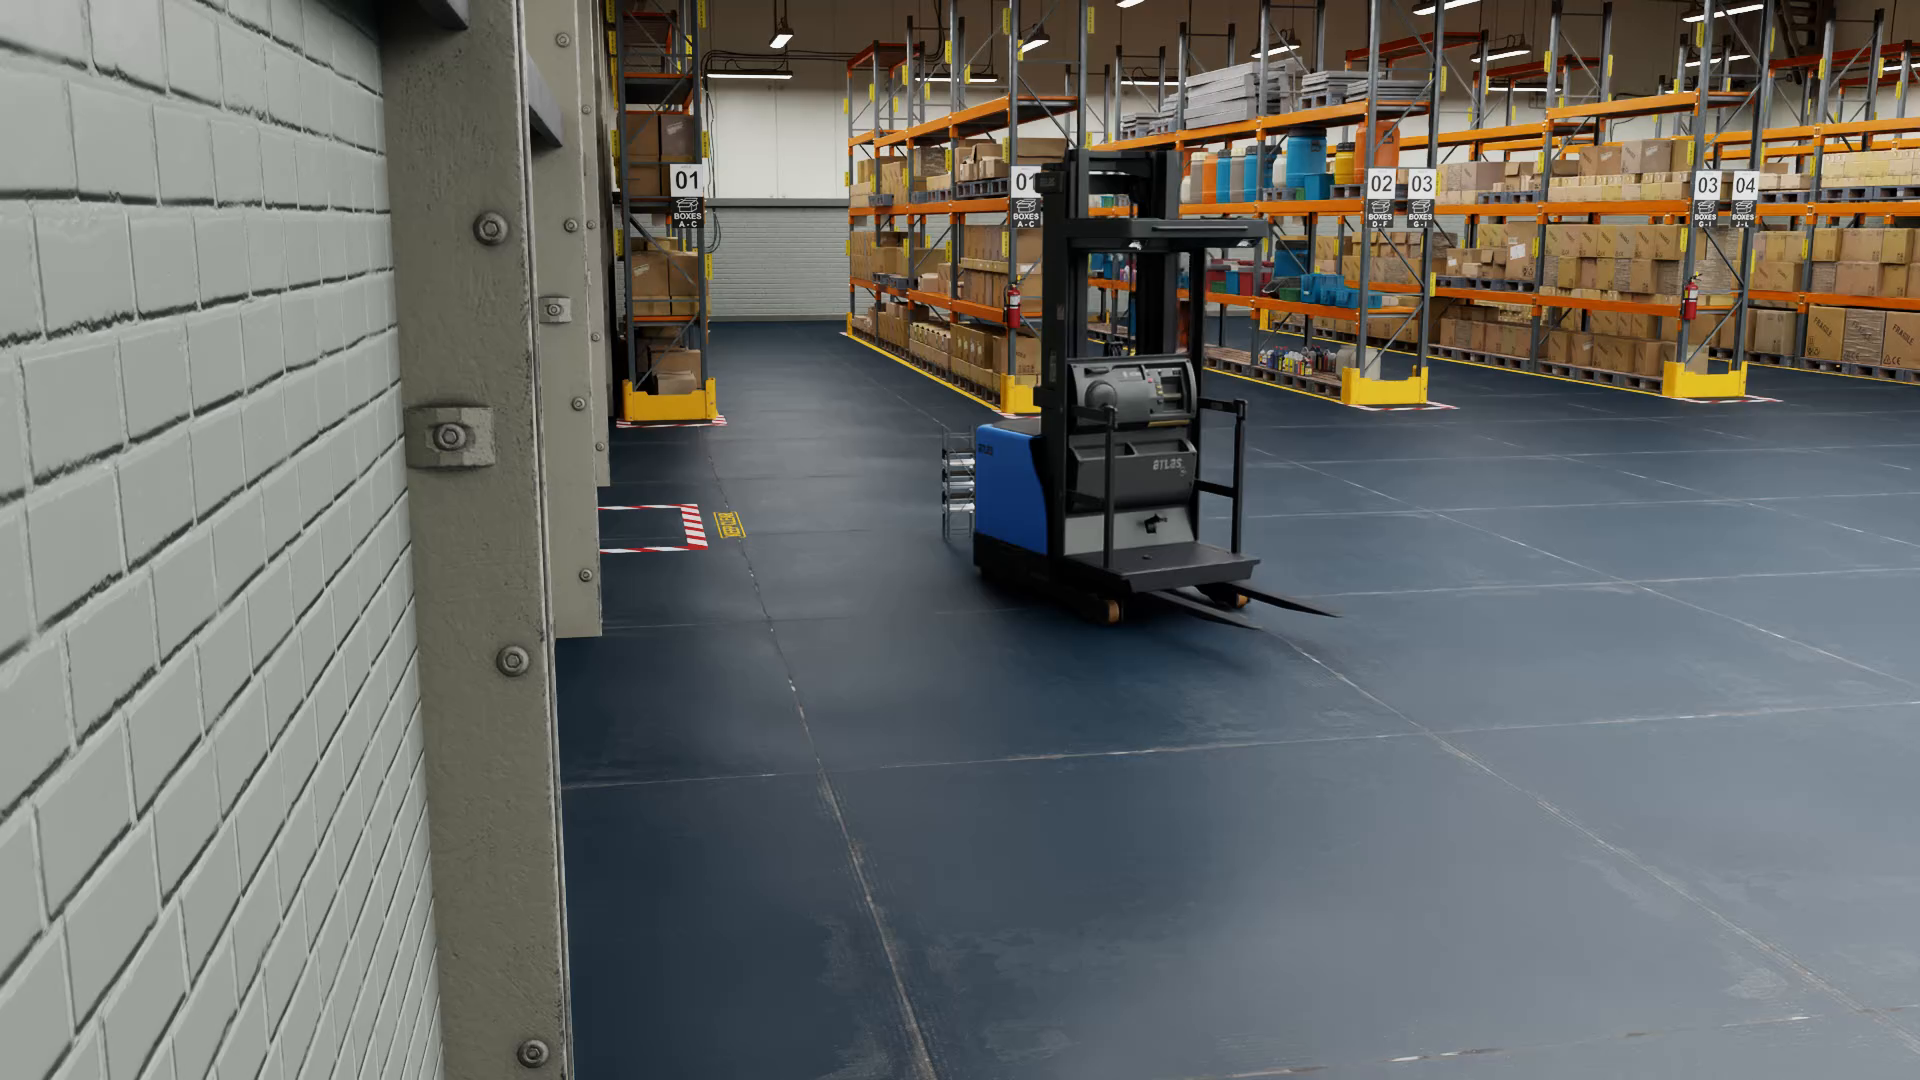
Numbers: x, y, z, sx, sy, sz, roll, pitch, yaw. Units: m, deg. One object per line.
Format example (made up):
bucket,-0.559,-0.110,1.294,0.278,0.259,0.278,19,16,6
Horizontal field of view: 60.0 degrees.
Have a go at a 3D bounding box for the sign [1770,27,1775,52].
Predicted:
sign,11.387,-7.029,23.348,0.100,0.325,0.005,-2,11,-11

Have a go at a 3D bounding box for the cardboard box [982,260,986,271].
cardboard box,0.526,-3.966,24.007,0.380,0.149,0.250,-2,11,-11

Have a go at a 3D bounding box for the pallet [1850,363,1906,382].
pallet,15.273,-2.723,26.940,1.003,0.211,1.213,-2,11,-11

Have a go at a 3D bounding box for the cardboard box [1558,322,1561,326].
cardboard box,13.598,-4.860,37.209,0.380,0.149,0.250,-2,11,-9

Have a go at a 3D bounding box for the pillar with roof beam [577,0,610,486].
pillar with roof beam,0.683,-5.124,16.050,9.100,9.000,0.400,-2,11,-11

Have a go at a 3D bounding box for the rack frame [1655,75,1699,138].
rack frame,17.463,-9.806,40.650,1.000,3.000,0.127,-2,11,-11

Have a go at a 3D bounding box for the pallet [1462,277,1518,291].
pallet,9.724,-4.576,29.727,1.003,0.211,1.213,-2,11,-11

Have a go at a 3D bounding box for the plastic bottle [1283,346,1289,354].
plastic bottle,5.109,-2.875,26.185,0.144,0.351,0.185,-2,11,-11

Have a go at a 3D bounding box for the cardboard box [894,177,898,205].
cardboard box,-0.738,-6.462,30.836,0.910,0.500,0.500,-2,11,-11

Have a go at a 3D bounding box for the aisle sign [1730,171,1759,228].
aisle sign,11.161,-4.841,23.654,0.394,0.787,0.004,-2,11,-11

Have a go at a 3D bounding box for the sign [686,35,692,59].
sign,-3.964,-7.219,24.345,0.100,0.325,0.005,-2,11,-11

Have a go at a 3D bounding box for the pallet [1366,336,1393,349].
pallet,8.985,-4.032,33.817,1.003,0.211,1.213,-2,11,-11

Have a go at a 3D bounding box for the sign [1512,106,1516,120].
sign,13.176,-10.161,39.591,0.100,0.325,0.005,-2,11,-11

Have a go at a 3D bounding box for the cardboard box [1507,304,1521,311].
cardboard box,12.755,-5.317,38.021,0.380,0.149,0.250,-3,11,-13

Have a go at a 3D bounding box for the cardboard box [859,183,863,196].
cardboard box,-1.844,-7.406,35.124,0.500,0.250,0.500,-2,11,-11

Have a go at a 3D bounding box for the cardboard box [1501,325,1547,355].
cardboard box,9.904,-3.488,29.006,0.700,0.500,0.500,-2,11,-11

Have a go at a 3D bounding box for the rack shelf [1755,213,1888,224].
rack shelf,18.630,-6.879,35.216,1.077,0.370,4.000,-2,11,-11

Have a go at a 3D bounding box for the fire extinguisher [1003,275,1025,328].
fire extinguisher,0.704,-3.128,21.815,0.296,0.674,0.183,-2,11,-11

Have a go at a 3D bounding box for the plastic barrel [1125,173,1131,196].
plastic barrel,3.519,-7.226,33.629,0.433,0.535,0.433,0,11,0

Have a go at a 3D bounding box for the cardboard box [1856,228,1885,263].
cardboard box,15.191,-4.794,27.073,0.875,0.550,0.550,-2,11,-11

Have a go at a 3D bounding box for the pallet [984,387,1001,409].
pallet,0.947,-1.974,23.000,1.003,0.211,1.213,-2,11,-11

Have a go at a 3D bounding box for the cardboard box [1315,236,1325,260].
cardboard box,8.075,-6.372,36.255,0.500,0.500,0.500,-2,11,-10

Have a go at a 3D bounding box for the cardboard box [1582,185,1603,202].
cardboard box,10.107,-5.417,26.016,0.500,0.250,0.500,-3,11,-13

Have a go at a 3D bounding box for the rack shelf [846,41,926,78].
rack shelf,-1.586,-9.999,34.697,1.077,0.370,4.000,-2,11,-11

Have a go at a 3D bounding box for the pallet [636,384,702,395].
pallet,-4.094,-2.041,23.357,1.003,0.211,1.213,-2,11,-11

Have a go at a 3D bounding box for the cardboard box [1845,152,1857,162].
cardboard box,14.799,-6.285,27.319,0.380,0.149,0.250,-2,11,-12

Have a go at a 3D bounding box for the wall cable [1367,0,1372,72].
wall cable,10.024,-12.189,44.563,2.277,5.999,0.120,-2,11,-11

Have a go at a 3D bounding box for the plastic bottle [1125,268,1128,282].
plastic bottle,3.400,-5.376,33.764,0.097,0.271,0.097,0,11,0

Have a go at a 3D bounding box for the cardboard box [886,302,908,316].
cardboard box,-1.148,-4.481,32.220,0.500,0.250,0.500,-2,11,-11

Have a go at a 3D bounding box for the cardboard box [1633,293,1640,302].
cardboard box,10.408,-3.669,25.123,0.380,0.149,0.250,-2,11,-11

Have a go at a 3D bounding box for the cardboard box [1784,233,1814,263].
cardboard box,14.859,-5.091,28.979,0.700,0.500,0.500,-2,11,-12

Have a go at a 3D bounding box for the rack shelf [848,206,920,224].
rack shelf,-1.586,-6.892,35.288,1.077,0.370,4.000,-2,11,-11

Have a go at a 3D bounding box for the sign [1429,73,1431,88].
sign,8.755,-8.494,30.836,0.100,0.325,0.005,-2,11,-11

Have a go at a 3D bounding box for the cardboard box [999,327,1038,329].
cardboard box,0.850,-2.901,24.643,0.500,0.500,0.500,-2,11,-11

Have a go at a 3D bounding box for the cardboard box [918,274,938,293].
cardboard box,-0.435,-4.457,28.829,0.500,0.311,0.500,-2,11,-12

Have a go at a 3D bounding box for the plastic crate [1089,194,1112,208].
plastic crate,3.012,-7.316,35.907,0.437,0.282,0.530,-2,11,-11

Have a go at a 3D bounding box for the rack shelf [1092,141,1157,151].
rack shelf,3.273,-8.349,35.988,1.077,0.370,4.000,-2,11,-11

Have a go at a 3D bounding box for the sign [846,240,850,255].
sign,-2.508,-6.545,37.244,0.100,0.325,0.005,-2,11,-11

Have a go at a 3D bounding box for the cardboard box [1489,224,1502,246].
cardboard box,12.638,-7.066,38.563,0.500,0.500,0.500,-2,11,-12

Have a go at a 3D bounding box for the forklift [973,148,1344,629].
forklift,1.235,-1.002,10.622,1.130,2.935,3.031,-6,12,-28

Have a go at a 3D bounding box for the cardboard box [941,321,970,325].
cardboard box,-0.076,-3.716,29.427,0.500,0.311,0.500,-2,11,-10

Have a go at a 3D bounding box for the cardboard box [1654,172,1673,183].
cardboard box,10.398,-5.298,24.320,0.380,0.149,0.250,-3,11,-13

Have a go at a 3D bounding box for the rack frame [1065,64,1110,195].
rack frame,2.884,-9.266,37.810,1.000,3.000,0.127,-2,11,-11

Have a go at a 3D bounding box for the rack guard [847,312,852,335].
rack guard,-1.961,-4.897,37.589,1.175,0.500,0.348,-2,11,-11

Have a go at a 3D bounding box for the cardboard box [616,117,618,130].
cardboard box,-4.179,-5.217,21.565,0.500,0.500,0.500,-1,11,-7

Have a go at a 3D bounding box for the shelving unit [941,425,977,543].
shelving unit,-0.002,-0.444,13.120,0.258,0.900,0.210,-2,11,-11

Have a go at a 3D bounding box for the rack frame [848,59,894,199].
rack frame,-1.975,-9.086,36.868,1.000,3.000,0.127,-2,11,-11

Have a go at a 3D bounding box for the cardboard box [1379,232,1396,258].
cardboard box,8.911,-5.950,33.487,0.797,0.503,0.637,-2,11,-9

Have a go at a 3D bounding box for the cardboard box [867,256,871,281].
cardboard box,-1.648,-5.631,34.494,0.500,0.500,0.500,-2,11,-9

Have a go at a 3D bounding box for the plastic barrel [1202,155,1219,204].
plastic barrel,4.514,-6.257,28.879,0.600,0.830,0.708,-2,11,-11

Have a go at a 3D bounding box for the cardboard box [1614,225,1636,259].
cardboard box,10.307,-4.526,25.215,0.500,0.500,0.500,-2,11,-11

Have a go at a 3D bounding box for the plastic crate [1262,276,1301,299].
plastic crate,5.195,-3.987,26.285,0.767,0.338,0.504,-2,11,-11

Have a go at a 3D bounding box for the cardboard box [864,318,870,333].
cardboard box,-1.732,-4.532,35.002,0.500,0.311,0.500,-2,11,-11

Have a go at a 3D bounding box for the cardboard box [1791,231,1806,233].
cardboard box,18.266,-6.390,35.806,0.500,0.500,0.500,-2,11,-12
